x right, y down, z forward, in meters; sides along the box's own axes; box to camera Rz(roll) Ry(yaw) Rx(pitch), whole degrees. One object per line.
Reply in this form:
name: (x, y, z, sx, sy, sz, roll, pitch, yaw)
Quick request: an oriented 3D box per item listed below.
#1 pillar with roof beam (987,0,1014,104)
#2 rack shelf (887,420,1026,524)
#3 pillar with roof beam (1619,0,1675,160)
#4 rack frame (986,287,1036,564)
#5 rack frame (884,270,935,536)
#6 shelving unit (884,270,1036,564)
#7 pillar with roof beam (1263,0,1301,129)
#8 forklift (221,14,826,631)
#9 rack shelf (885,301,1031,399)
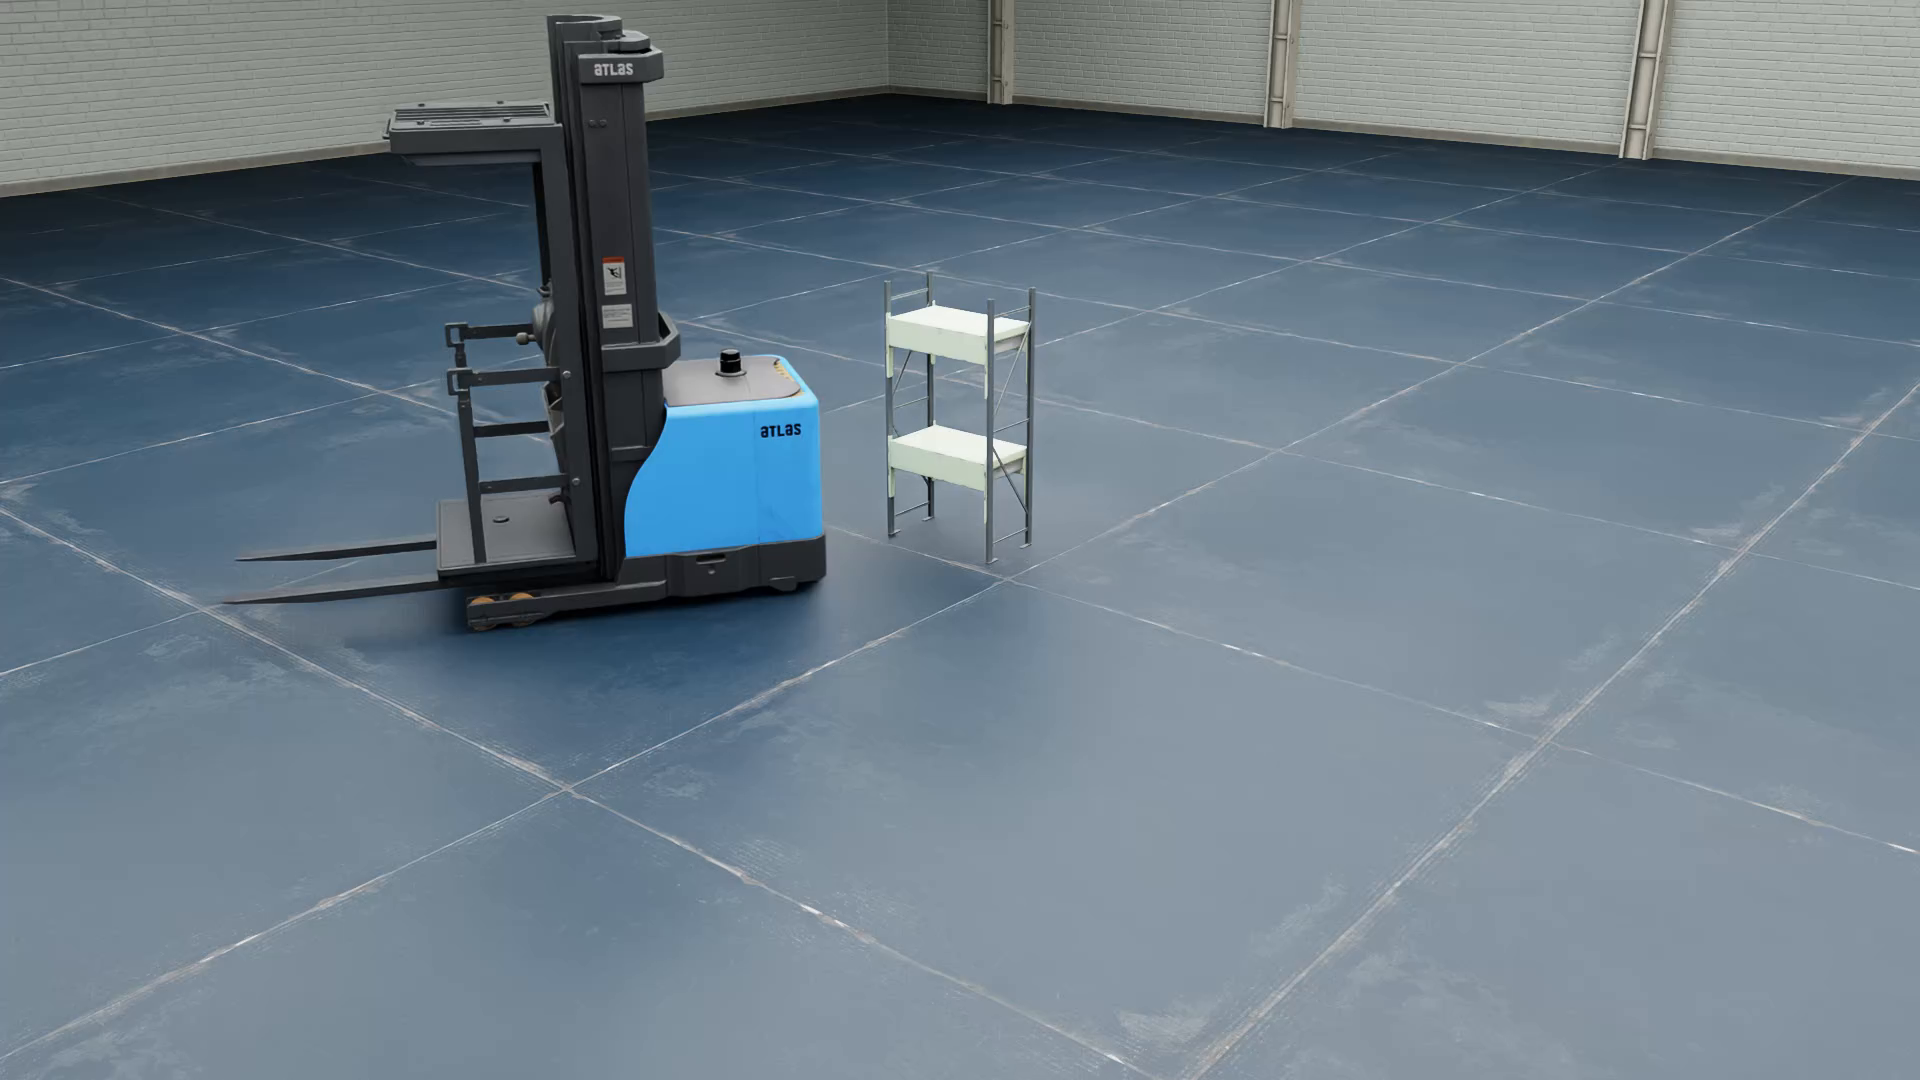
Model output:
pillar with roof beam: (-1.953, -11.408, 27.168, 0.400, 9.000, 9.100, 16, 26, 36)
rack shelf: (-0.005, -0.398, 9.523, 0.720, 0.370, 0.431, 16, 26, 36)
pillar with roof beam: (7.344, -8.731, 20.068, 0.400, 9.000, 9.100, 16, 26, 36)
rack frame: (0.278, -0.622, 9.191, 0.023, 1.500, 0.400, 16, 26, 36)
rack frame: (-0.289, -0.785, 9.624, 0.023, 1.500, 0.400, 16, 26, 36)
shelving unit: (-0.005, -0.703, 9.407, 0.755, 1.500, 0.431, 16, 26, 36)
pillar with roof beam: (2.695, -10.070, 23.618, 0.400, 9.000, 9.100, 16, 26, 36)
forklift: (-2.297, -1.119, 8.481, 3.031, 2.935, 1.130, -6, 21, -16)
rack shelf: (-0.005, -1.068, 9.270, 0.720, 0.370, 0.431, 16, 26, 36)
